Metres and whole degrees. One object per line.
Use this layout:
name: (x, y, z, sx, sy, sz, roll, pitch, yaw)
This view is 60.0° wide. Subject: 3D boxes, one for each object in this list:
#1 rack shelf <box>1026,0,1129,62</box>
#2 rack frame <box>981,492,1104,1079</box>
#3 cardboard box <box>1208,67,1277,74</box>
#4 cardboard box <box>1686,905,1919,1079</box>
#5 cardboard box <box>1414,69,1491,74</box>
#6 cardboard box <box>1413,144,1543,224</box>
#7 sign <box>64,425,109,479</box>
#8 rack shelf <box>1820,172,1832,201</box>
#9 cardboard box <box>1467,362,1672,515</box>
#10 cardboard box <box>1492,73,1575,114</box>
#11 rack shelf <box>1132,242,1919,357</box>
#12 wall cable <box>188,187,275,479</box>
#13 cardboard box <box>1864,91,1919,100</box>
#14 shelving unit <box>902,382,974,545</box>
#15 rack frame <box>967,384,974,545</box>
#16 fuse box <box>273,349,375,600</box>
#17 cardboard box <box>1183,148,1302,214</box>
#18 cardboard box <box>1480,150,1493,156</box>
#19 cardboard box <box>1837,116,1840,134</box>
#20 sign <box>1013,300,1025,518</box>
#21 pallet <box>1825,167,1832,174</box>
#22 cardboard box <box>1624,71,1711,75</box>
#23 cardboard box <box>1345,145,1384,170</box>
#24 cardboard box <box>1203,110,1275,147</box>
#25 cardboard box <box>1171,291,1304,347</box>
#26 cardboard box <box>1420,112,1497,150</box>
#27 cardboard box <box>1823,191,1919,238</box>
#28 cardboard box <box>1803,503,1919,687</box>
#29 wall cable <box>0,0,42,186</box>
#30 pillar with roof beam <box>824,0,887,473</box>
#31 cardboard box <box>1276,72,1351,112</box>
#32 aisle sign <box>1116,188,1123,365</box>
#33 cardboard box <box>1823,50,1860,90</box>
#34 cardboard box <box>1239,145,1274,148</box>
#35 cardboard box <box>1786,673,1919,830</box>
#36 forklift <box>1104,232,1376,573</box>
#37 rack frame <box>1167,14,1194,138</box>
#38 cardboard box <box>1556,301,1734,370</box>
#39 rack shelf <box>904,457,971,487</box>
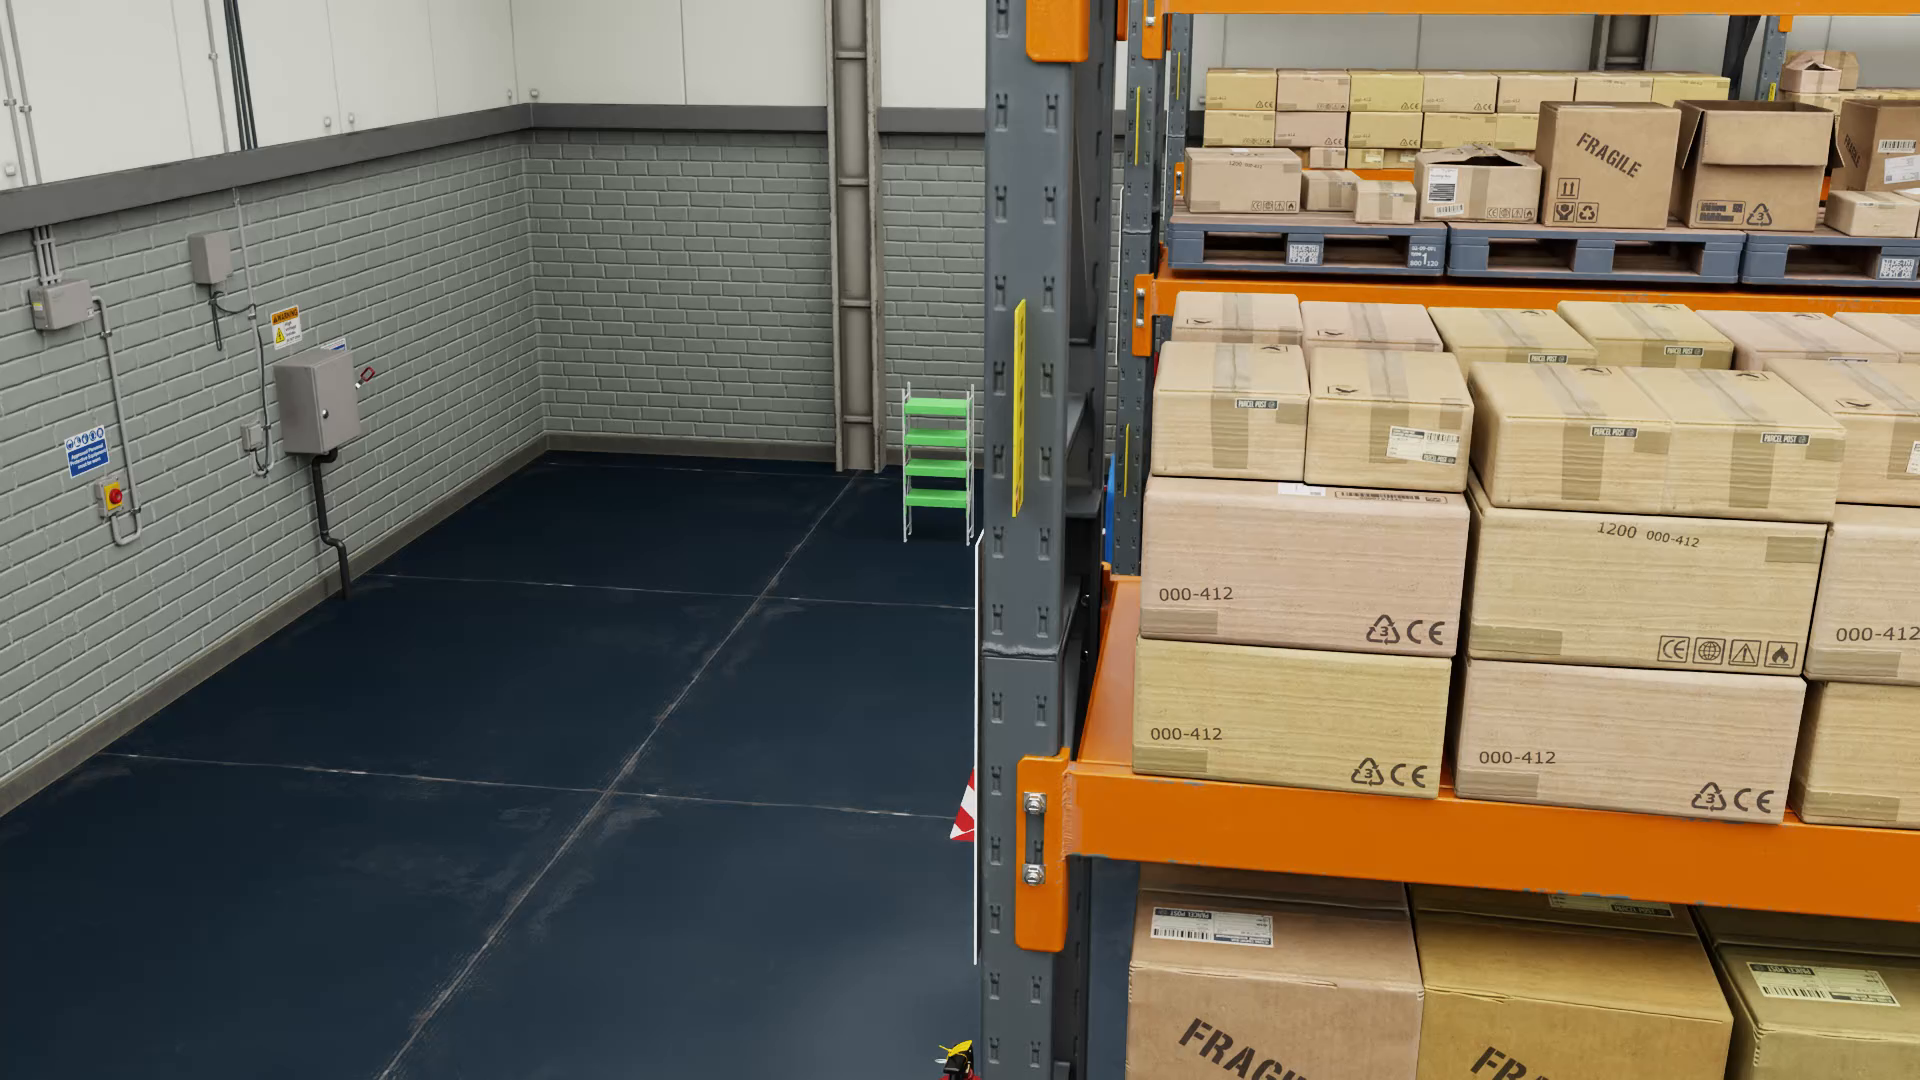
rack shelf: (2.153, -0.938, 2.564, 4.000, 0.370, 1.077, 3, 19, 9)
rack frame: (0.178, 1.463, 3.702, 0.127, 3.000, 1.000, 3, 19, 9)
cardboard box: (2.130, -3.442, 12.616, 0.500, 0.250, 0.500, 2, 19, 7)
cardboard box: (1.588, 0.963, 2.996, 0.500, 0.500, 0.500, 2, 19, 7)
cardboard box: (3.644, -3.360, 12.369, 0.500, 0.250, 0.500, 3, 19, 9)
cardboard box: (2.333, -1.628, 7.536, 0.500, 0.311, 0.500, 3, 19, 10)
sign: (-4.776, -0.485, 9.100, 0.001, 0.218, 0.327, 3, 19, 9)
rack shelf: (7.571, -2.427, 11.736, 4.000, 0.370, 1.077, 3, 19, 9)
cardboard box: (0.967, -0.172, 2.681, 0.250, 0.149, 0.380, 3, 19, 9)
cardboard box: (4.058, -3.177, 11.823, 0.500, 0.250, 0.500, 3, 19, 10)
rack shelf: (2.838, -1.073, 7.690, 4.000, 0.370, 1.077, 3, 19, 9)
wall cable: (-4.494, -1.296, 10.347, 0.122, 1.984, 0.588, 3, 19, 9)
cardboard box: (6.340, -2.968, 11.326, 0.250, 0.149, 0.380, 3, 19, 8)
shelving unit: (-0.163, -0.577, 12.638, 0.503, 1.200, 0.258, 3, 19, 9)
rack frame: (0.077, -0.565, 12.601, 0.015, 1.200, 0.240, 3, 19, 9)
fuse box: (-4.230, -0.409, 11.328, 0.414, 1.711, 0.539, 3, 19, 9)
cardboard box: (1.322, -1.696, 7.834, 0.500, 0.250, 0.500, 1, 19, 4)
cardboard box: (3.670, -2.744, 11.944, 0.250, 0.149, 0.380, 3, 19, 10)
cardboard box: (6.078, -2.833, 11.392, 0.250, 0.149, 0.380, 3, 19, 9)
sign: (0.092, -0.204, 2.580, 0.005, 0.325, 0.100, 3, 19, 9)
pallet: (6.229, -2.725, 11.789, 1.003, 0.211, 1.213, 3, 19, 9)
cardboard box: (5.153, -3.290, 12.161, 0.500, 0.250, 0.500, 3, 19, 8)
cardboard box: (2.928, -2.783, 12.063, 0.250, 0.149, 0.380, 3, 19, 8)
cardboard box: (2.042, -3.032, 12.179, 0.500, 0.250, 0.500, 3, 19, 8)
cardboard box: (0.553, -0.390, 3.333, 0.250, 0.149, 0.380, 3, 19, 8)
cardboard box: (3.565, -2.965, 11.977, 0.500, 0.250, 0.500, 3, 19, 8)
cardboard box: (3.870, -1.386, 7.068, 0.250, 0.149, 0.380, 3, 19, 10)
cardboard box: (1.583, 0.033, 2.697, 0.500, 0.250, 0.500, 3, 19, 9)
wall cable: (-4.798, -3.136, 7.992, 0.029, 3.000, 0.463, 3, 19, 9)
pillar with roof beam: (-1.555, -3.562, 9.267, 0.400, 9.000, 9.100, 3, 19, 9)
cardboard box: (2.544, -3.245, 12.026, 0.500, 0.250, 0.500, 3, 19, 8)
aisle sign: (0.746, -1.238, 7.679, 0.004, 0.787, 0.394, 3, 19, 9)
cardboard box: (6.176, -3.337, 11.777, 0.258, 0.266, 0.396, 3, 19, 9)
cardboard box: (2.188, -2.857, 12.284, 0.250, 0.149, 0.380, 3, 19, 10)
cardboard box: (1.611, 0.264, 2.795, 0.500, 0.250, 0.500, 2, 19, 7)
forklift: (2.466, -0.797, 10.565, 3.031, 2.935, 1.130, 2, 19, 7)
rack frame: (1.647, -4.493, 12.049, 0.127, 3.000, 1.000, 3, 19, 9)
cardboard box: (1.312, -0.354, 3.228, 0.250, 0.149, 0.380, 3, 19, 10)
rack shelf: (-0.163, -0.517, 12.658, 0.480, 0.148, 0.258, 3, 19, 9)
